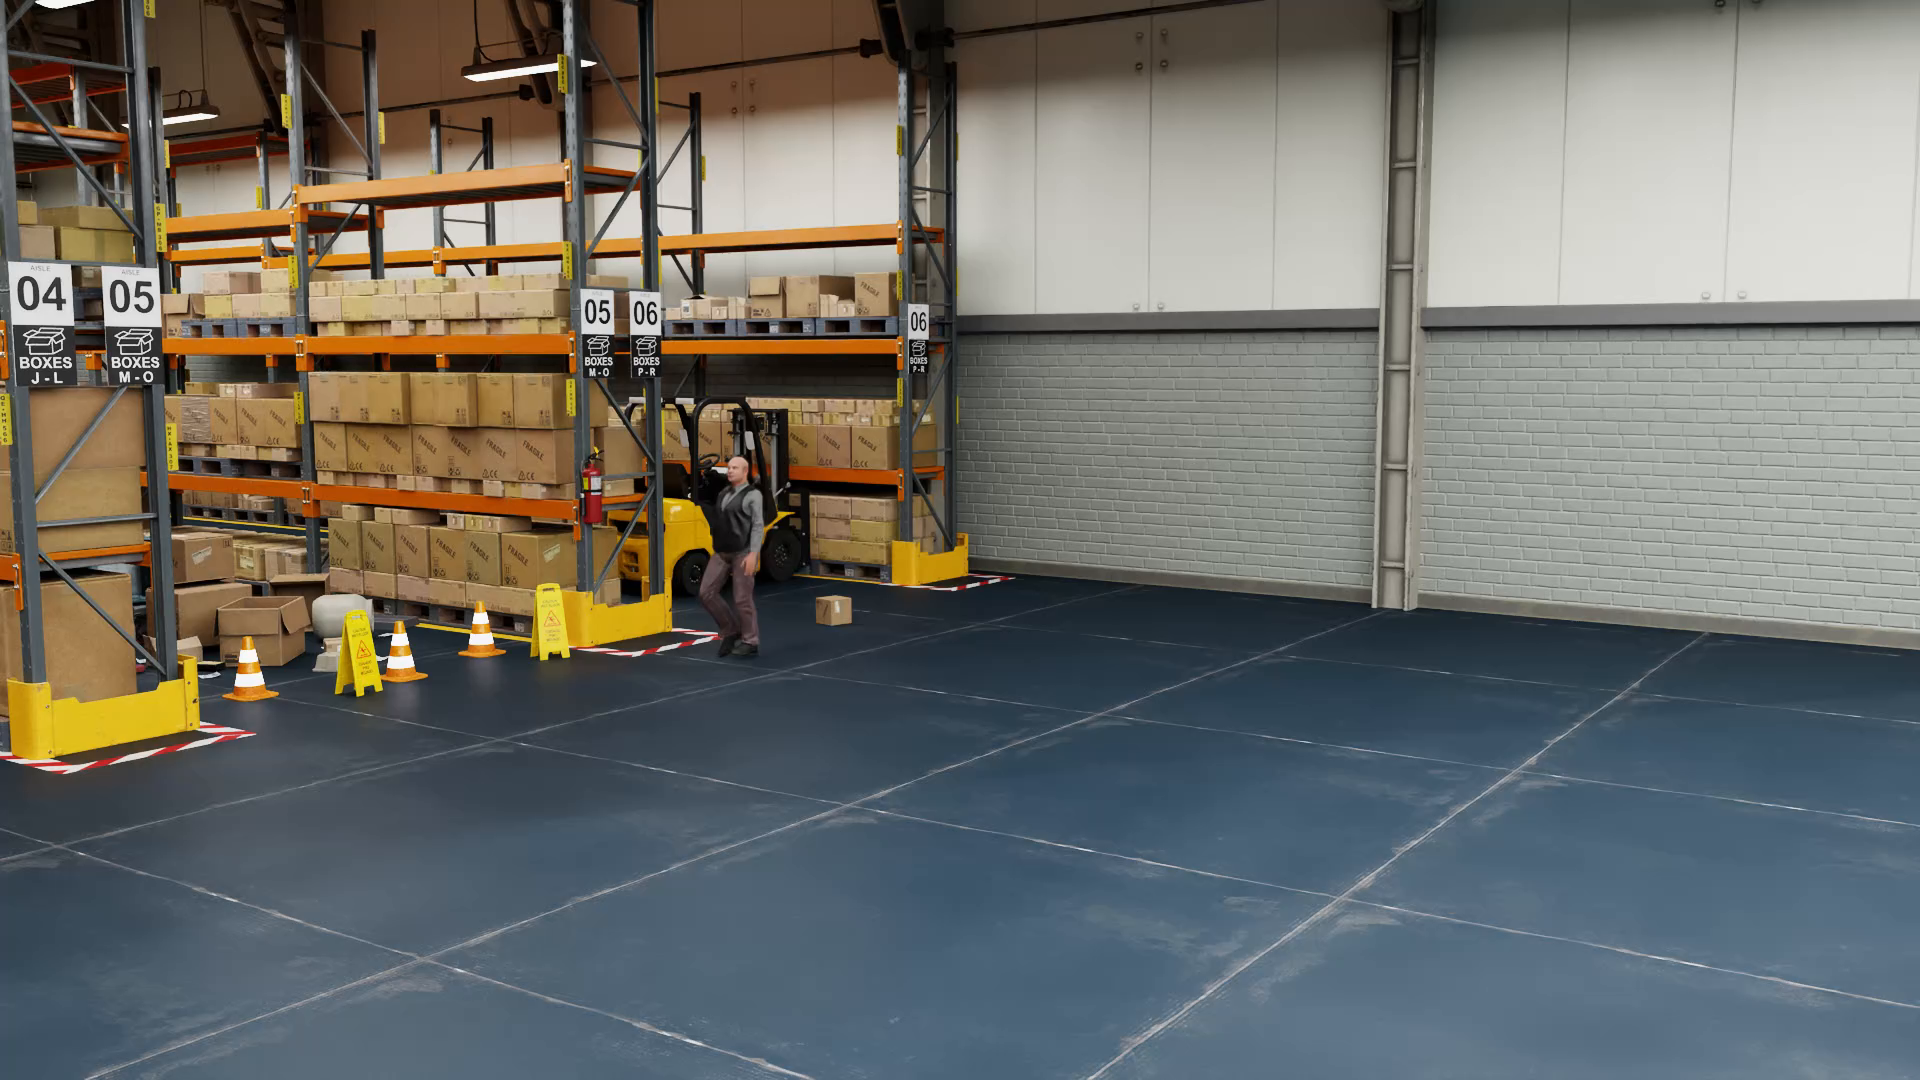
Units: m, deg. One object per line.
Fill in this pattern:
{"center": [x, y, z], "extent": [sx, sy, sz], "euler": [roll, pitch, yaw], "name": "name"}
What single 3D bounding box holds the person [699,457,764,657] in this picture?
{"center": [-1.959, 0.162, 14.336], "extent": [0.564, 1.754, 0.480], "euler": [5, 8, 37], "name": "person"}
